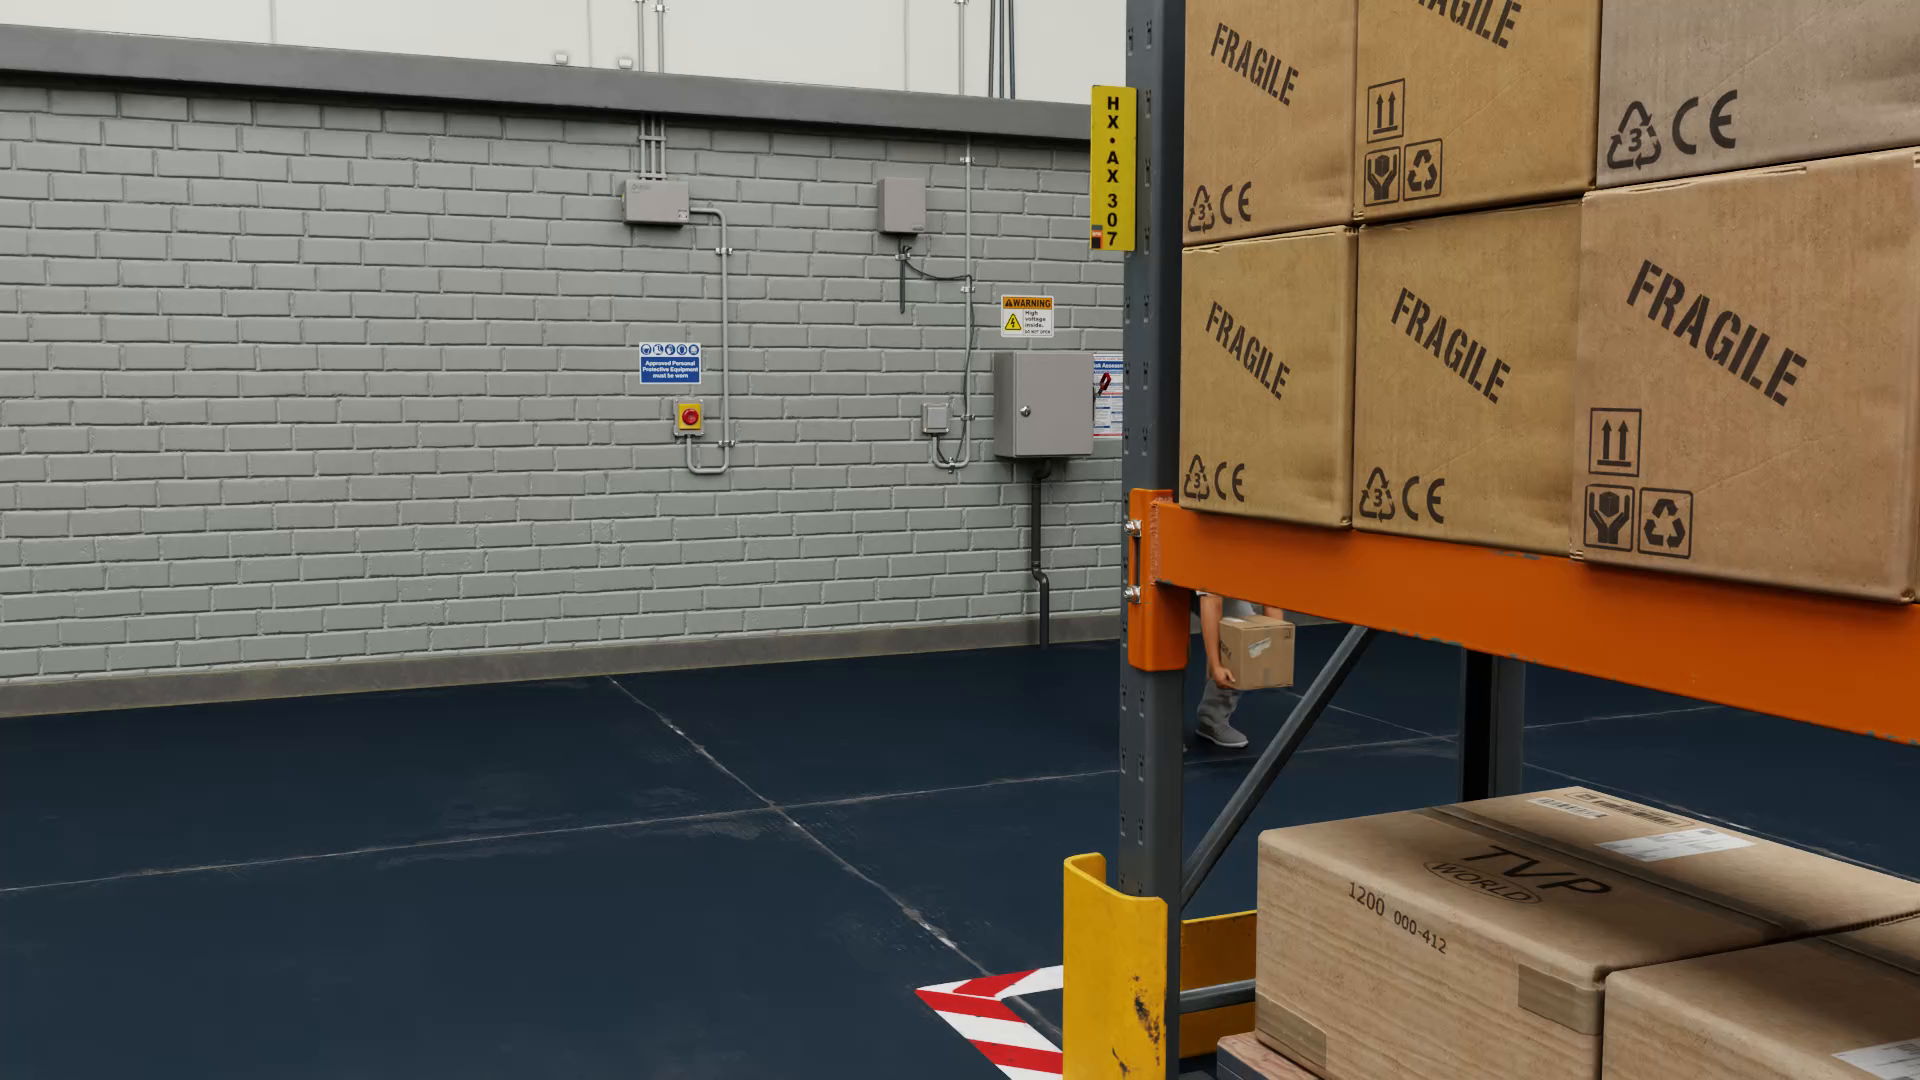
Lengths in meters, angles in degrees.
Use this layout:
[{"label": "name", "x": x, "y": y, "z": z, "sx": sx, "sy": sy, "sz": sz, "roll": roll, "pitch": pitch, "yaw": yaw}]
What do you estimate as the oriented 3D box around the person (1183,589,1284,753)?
[{"label": "person", "x": 1.067, "y": 0.340, "z": 6.881, "sx": 0.497, "sy": 1.111, "sz": 0.929, "roll": -3, "pitch": 6, "yaw": -26}]
